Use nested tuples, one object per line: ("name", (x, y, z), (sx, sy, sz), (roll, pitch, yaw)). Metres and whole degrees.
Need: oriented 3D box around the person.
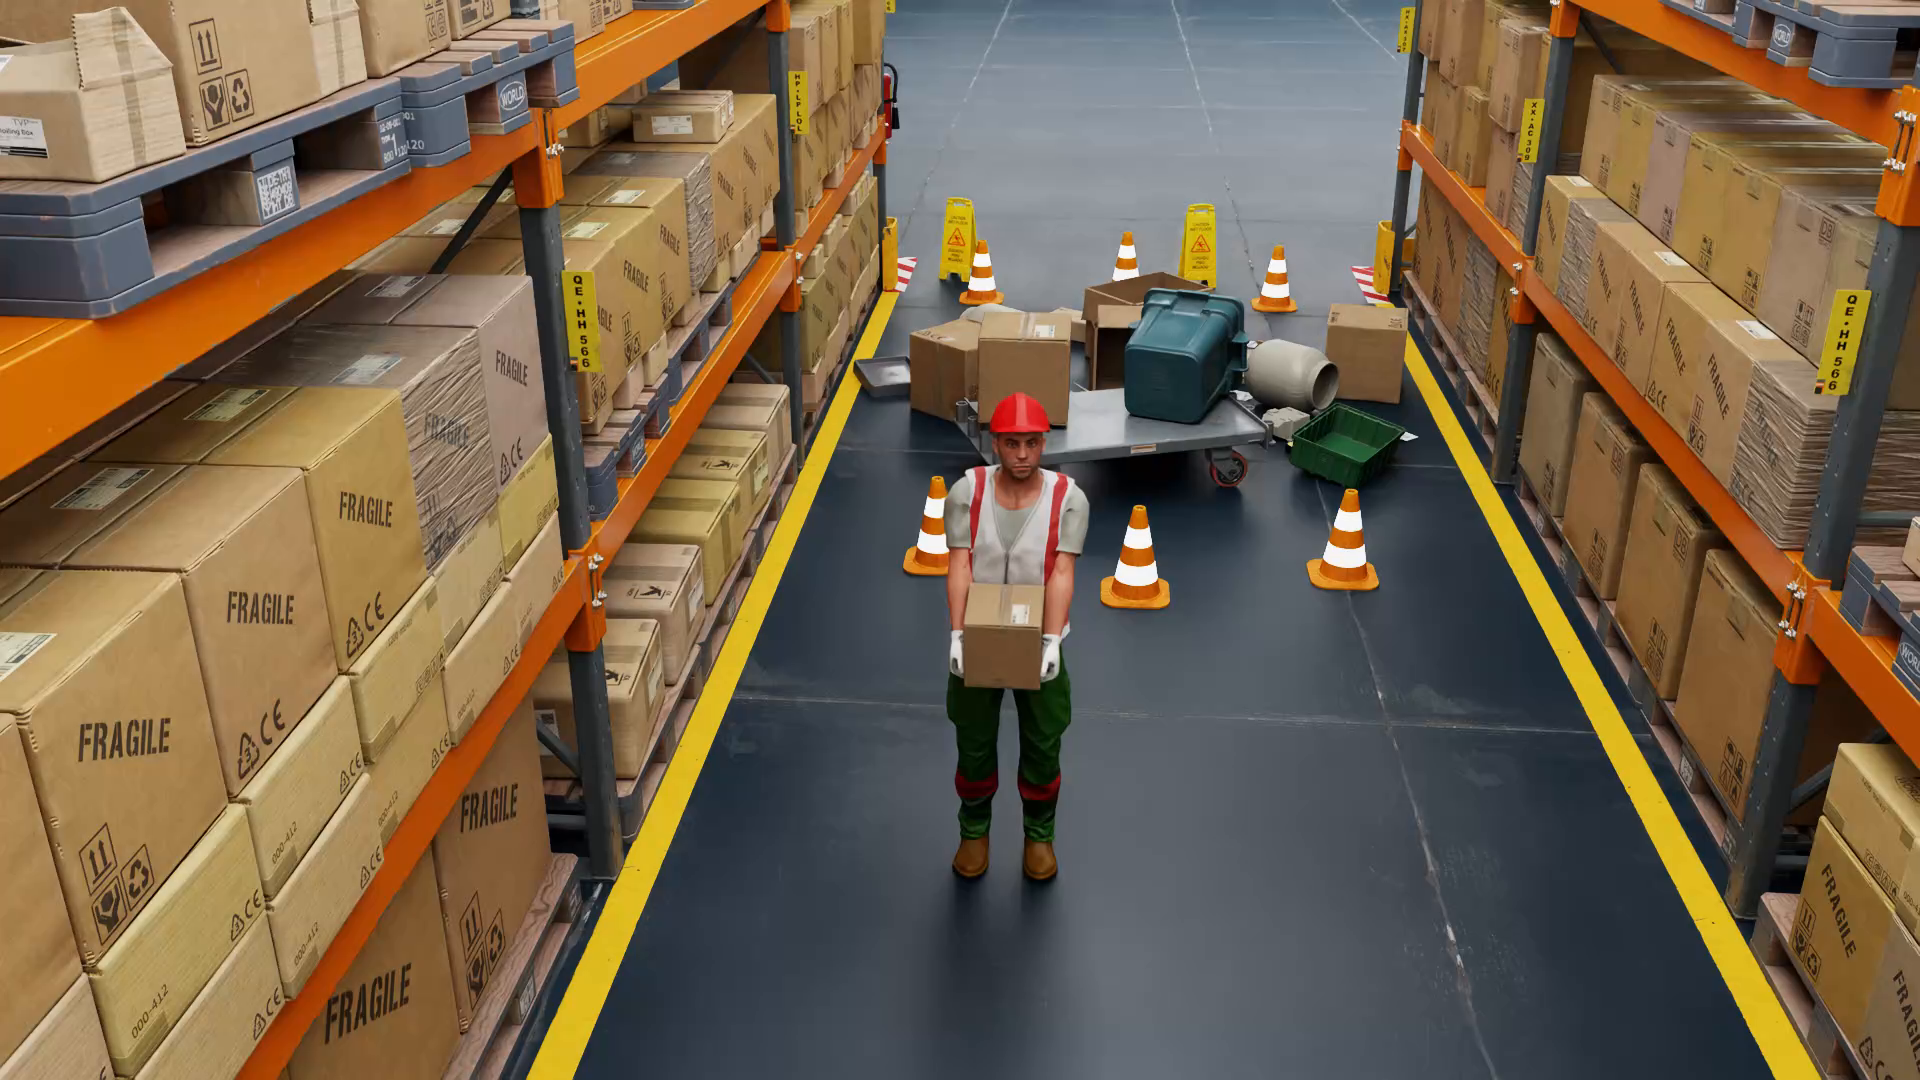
("person", (0.177, 0.394, 5.705), (0.494, 1.784, 0.564), (2, 24, 5))
